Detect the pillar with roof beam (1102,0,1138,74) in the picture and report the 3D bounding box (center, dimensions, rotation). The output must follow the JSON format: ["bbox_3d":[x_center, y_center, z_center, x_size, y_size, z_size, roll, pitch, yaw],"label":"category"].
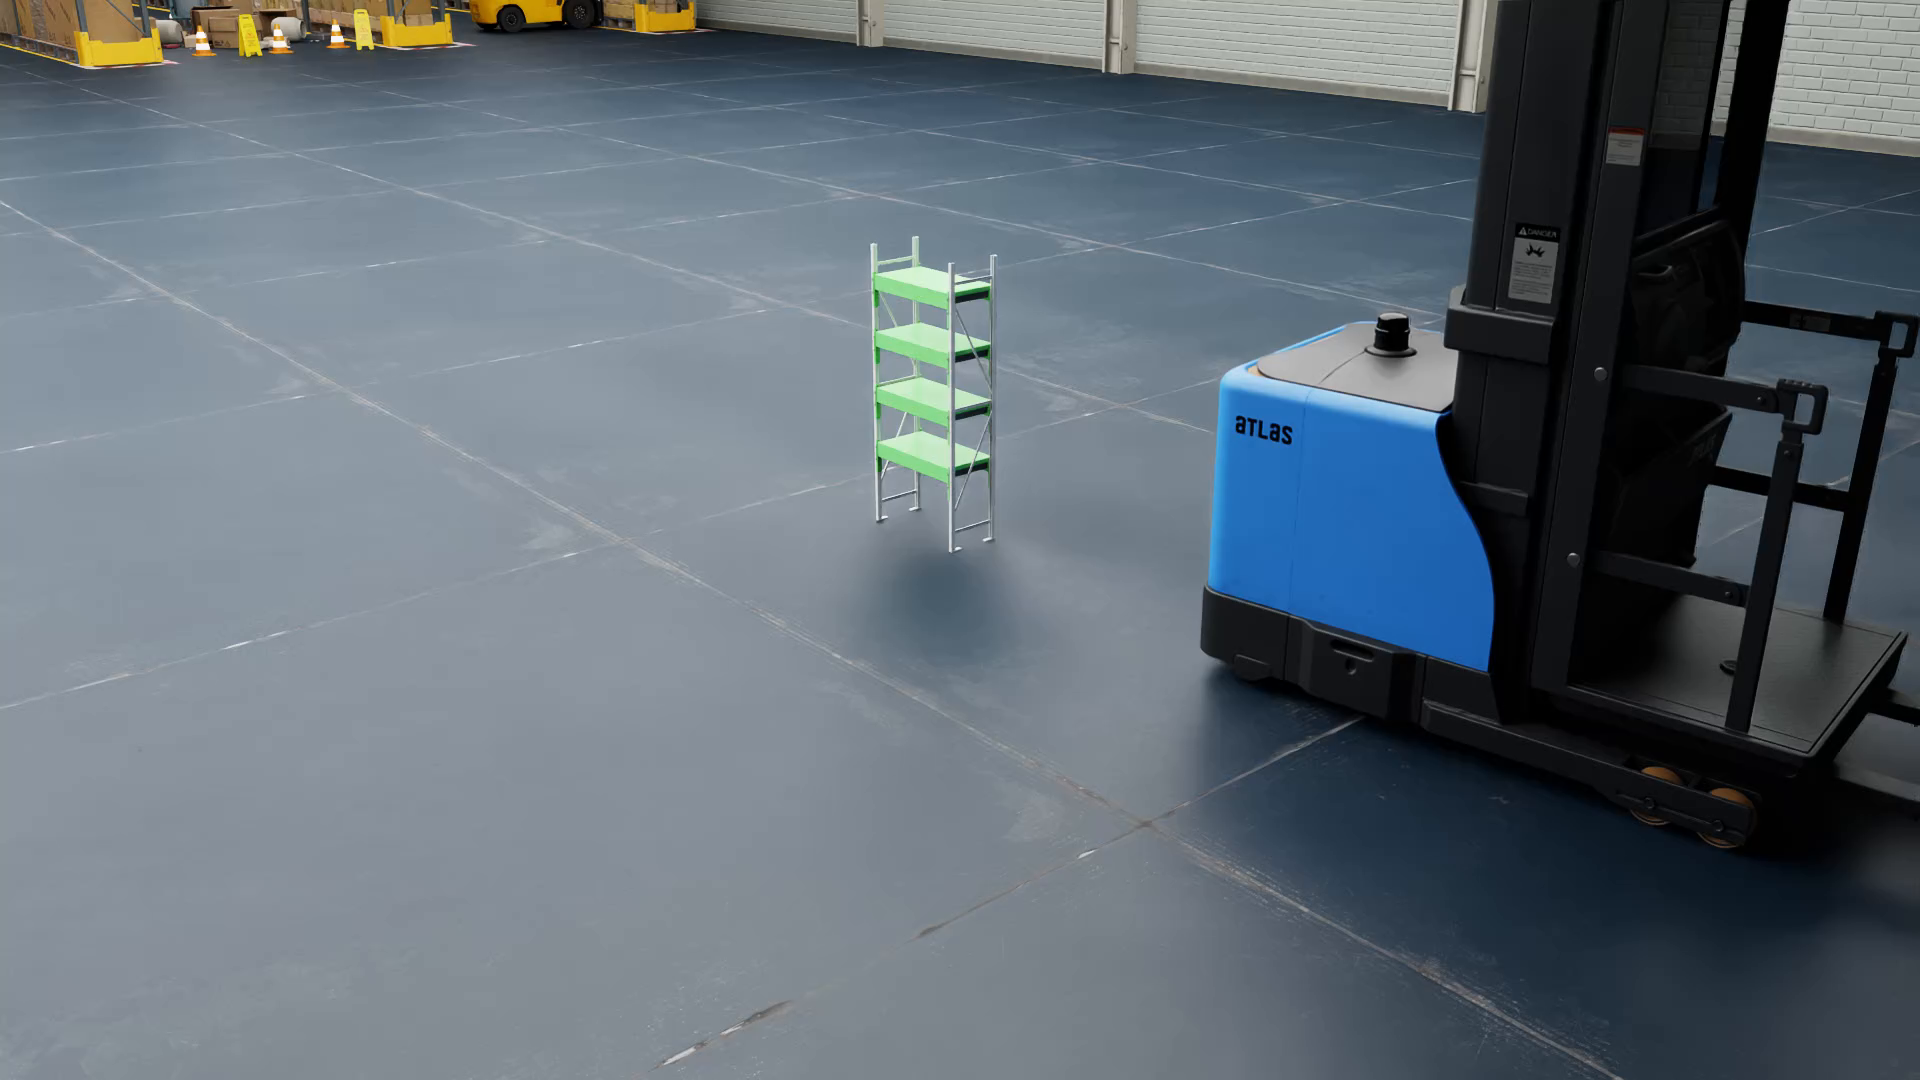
[{"bbox_3d":[-0.904,-10.125,20.497,9.100,9.000,0.400,-17,27,-37],"label":"pillar with roof beam"}]

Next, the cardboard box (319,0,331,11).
[{"bbox_3d":[-11.534,-10.080,30.773,0.500,0.500,0.500,-16,27,-35],"label":"cardboard box"}]

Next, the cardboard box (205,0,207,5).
[{"bbox_3d":[-16.234,-12.204,36.368,0.875,0.875,0.875,-16,27,-36],"label":"cardboard box"}]

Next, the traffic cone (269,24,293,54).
[{"bbox_3d":[-11.339,-8.355,27.681,0.336,0.463,0.334,-17,27,-37],"label":"traffic cone"}]

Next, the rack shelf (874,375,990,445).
[{"bbox_3d":[-0.108,-0.545,6.905,0.258,0.148,0.480,-17,27,-37],"label":"rack shelf"}]

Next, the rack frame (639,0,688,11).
[{"bbox_3d":[-5.704,-11.265,31.633,1.000,3.000,0.127,-17,27,-37],"label":"rack frame"}]

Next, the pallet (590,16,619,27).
[{"bbox_3d":[-7.027,-10.505,33.516,1.003,0.211,1.213,-17,27,-37],"label":"pallet"}]

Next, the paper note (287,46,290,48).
[{"bbox_3d":[-11.587,-8.488,28.612,0.142,0.019,0.148,12,24,27],"label":"paper note"}]

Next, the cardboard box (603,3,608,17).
[{"bbox_3d":[-6.887,-10.515,32.912,0.500,0.250,0.500,-17,27,-37],"label":"cardboard box"}]

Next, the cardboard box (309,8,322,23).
[{"bbox_3d":[-11.892,-9.876,31.280,0.500,0.250,0.500,-19,28,-40],"label":"cardboard box"}]

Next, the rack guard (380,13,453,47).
[{"bbox_3d":[-9.511,-8.940,29.123,1.175,0.500,0.348,-17,27,-37],"label":"rack guard"}]

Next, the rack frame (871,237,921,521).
[{"bbox_3d":[-0.267,-0.672,7.054,0.240,1.200,0.015,-17,27,-37],"label":"rack frame"}]

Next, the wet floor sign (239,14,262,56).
[{"bbox_3d":[-11.627,-8.243,27.146,0.232,0.644,0.267,17,27,36],"label":"wet floor sign"}]

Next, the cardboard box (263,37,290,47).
[{"bbox_3d":[-11.847,-8.636,28.830,0.380,0.149,0.250,-4,22,-10],"label":"cardboard box"}]

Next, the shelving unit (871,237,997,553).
[{"bbox_3d":[-0.108,-0.604,6.882,0.258,1.200,0.503,-17,27,-37],"label":"shelving unit"}]

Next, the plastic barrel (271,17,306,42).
[{"bbox_3d":[-11.957,-9.093,29.620,0.512,0.421,0.421,0,21,-1],"label":"plastic barrel"}]

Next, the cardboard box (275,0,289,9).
[{"bbox_3d":[-12.889,-10.502,32.711,0.950,0.372,0.625,-15,26,-34],"label":"cardboard box"}]

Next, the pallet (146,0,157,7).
[{"bbox_3d":[-18.532,-12.666,39.032,1.003,0.211,1.213,-17,27,-37],"label":"pallet"}]

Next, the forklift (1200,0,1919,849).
[{"bbox_3d":[2.291,-0.703,4.761,3.031,2.935,1.130,17,27,37],"label":"forklift"}]

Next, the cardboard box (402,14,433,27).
[{"bbox_3d":[-9.779,-9.287,29.776,0.500,0.250,0.500,-18,28,-38],"label":"cardboard box"}]

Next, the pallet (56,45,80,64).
[{"bbox_3d":[-13.727,-7.780,26.559,1.003,0.211,1.213,-17,27,-37],"label":"pallet"}]

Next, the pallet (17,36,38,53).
[{"bbox_3d":[-15.320,-8.454,28.280,1.003,0.211,1.213,-17,27,-37],"label":"pallet"}]

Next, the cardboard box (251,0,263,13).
[{"bbox_3d":[-13.835,-10.904,33.739,0.950,0.372,0.625,-18,28,-38],"label":"cardboard box"}]

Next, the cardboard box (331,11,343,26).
[{"bbox_3d":[-11.187,-9.585,30.537,0.500,0.250,0.500,-18,28,-38],"label":"cardboard box"}]

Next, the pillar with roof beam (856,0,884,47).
[{"bbox_3d":[-4.820,-11.783,24.729,9.100,9.000,0.400,-17,27,-37],"label":"pillar with roof beam"}]

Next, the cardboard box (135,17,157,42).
[{"bbox_3d":[-13.966,-8.634,28.339,0.500,0.500,0.500,-12,25,-28],"label":"cardboard box"}]

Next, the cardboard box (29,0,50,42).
[{"bbox_3d":[-14.808,-8.749,27.547,0.875,0.875,0.875,-17,27,-37],"label":"cardboard box"}]

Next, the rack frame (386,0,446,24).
[{"bbox_3d":[-9.462,-10.083,28.614,1.000,3.000,0.127,-17,27,-37],"label":"rack frame"}]

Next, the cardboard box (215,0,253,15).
[{"bbox_3d":[-13.402,-9.944,30.650,0.500,0.500,0.500,-17,27,-37],"label":"cardboard box"}]

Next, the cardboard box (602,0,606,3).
[{"bbox_3d":[-6.930,-10.752,32.832,0.500,0.250,0.500,-18,28,-39],"label":"cardboard box"}]

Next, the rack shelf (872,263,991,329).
[{"bbox_3d":[-0.108,-0.992,6.730,0.258,0.148,0.480,-17,27,-37],"label":"rack shelf"}]

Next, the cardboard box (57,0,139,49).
[{"bbox_3d":[-13.638,-8.254,26.283,0.875,0.875,0.875,-17,27,-37],"label":"cardboard box"}]

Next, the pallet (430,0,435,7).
[{"bbox_3d":[-12.177,-12.729,39.195,1.003,0.211,1.213,-17,27,-37],"label":"pallet"}]

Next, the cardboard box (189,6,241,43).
[{"bbox_3d":[-13.143,-9.122,29.399,0.797,0.637,0.503,-17,27,-37],"label":"cardboard box"}]

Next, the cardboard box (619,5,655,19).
[{"bbox_3d":[-6.250,-10.235,32.197,0.500,0.250,0.500,-17,27,-37],"label":"cardboard box"}]

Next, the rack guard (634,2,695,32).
[{"bbox_3d":[-5.688,-10.095,32.072,1.175,0.500,0.348,-17,27,-37],"label":"rack guard"}]

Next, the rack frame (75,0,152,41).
[{"bbox_3d":[-13.146,-8.876,25.534,1.000,3.000,0.127,-17,27,-37],"label":"rack frame"}]

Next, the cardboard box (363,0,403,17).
[{"bbox_3d":[-10.182,-9.506,29.308,0.500,0.500,0.500,-17,27,-37],"label":"cardboard box"}]

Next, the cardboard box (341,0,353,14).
[{"bbox_3d":[-10.850,-9.791,30.035,0.500,0.500,0.500,-18,28,-39],"label":"cardboard box"}]

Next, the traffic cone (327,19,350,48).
[{"bbox_3d":[-10.720,-8.713,28.596,0.336,0.463,0.334,-17,27,-37],"label":"traffic cone"}]

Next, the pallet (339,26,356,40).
[{"bbox_3d":[-10.807,-9.375,30.631,1.003,0.211,1.213,-17,27,-37],"label":"pallet"}]

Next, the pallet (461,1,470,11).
[{"bbox_3d":[-10.418,-11.940,37.180,1.003,0.211,1.213,-17,27,-37],"label":"pallet"}]

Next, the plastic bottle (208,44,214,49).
[{"bbox_3d":[-12.933,-8.458,28.495,0.283,0.061,0.133,12,24,27],"label":"plastic bottle"}]

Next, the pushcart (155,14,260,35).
[{"bbox_3d":[-13.767,-9.410,30.492,0.936,0.377,1.648,12,24,27],"label":"pushcart"}]

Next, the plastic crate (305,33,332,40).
[{"bbox_3d":[-11.669,-9.199,30.362,0.583,0.080,0.402,12,24,27],"label":"plastic crate"}]

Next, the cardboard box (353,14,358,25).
[{"bbox_3d":[-10.525,-9.302,29.815,0.500,0.250,0.500,-17,27,-37],"label":"cardboard box"}]

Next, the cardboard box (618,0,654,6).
[{"bbox_3d":[-6.258,-10.473,32.120,0.500,0.250,0.500,-18,28,-38],"label":"cardboard box"}]
